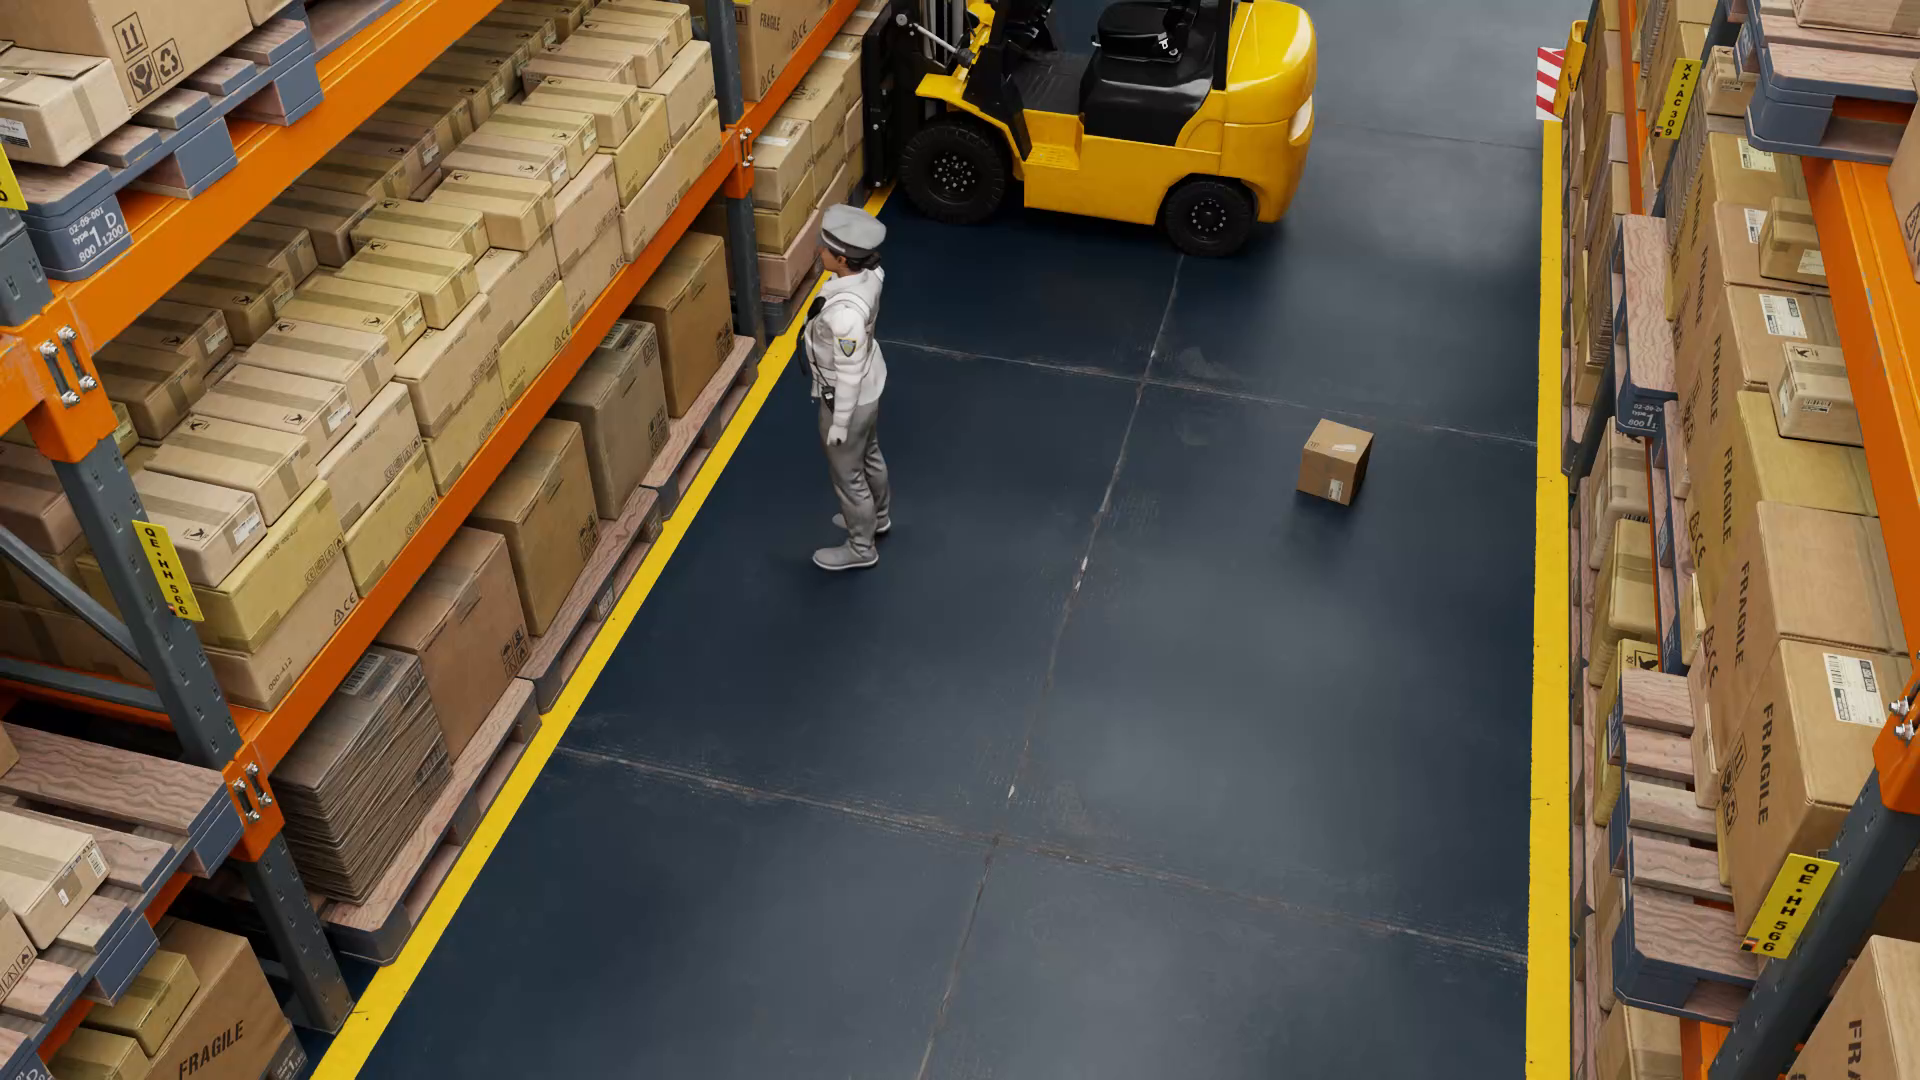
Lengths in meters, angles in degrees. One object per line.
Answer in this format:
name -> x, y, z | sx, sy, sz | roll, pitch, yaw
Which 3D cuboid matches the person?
person -> -0.458, -0.594, 6.833 | 0.346, 1.715, 0.470 | 5, 42, 6
